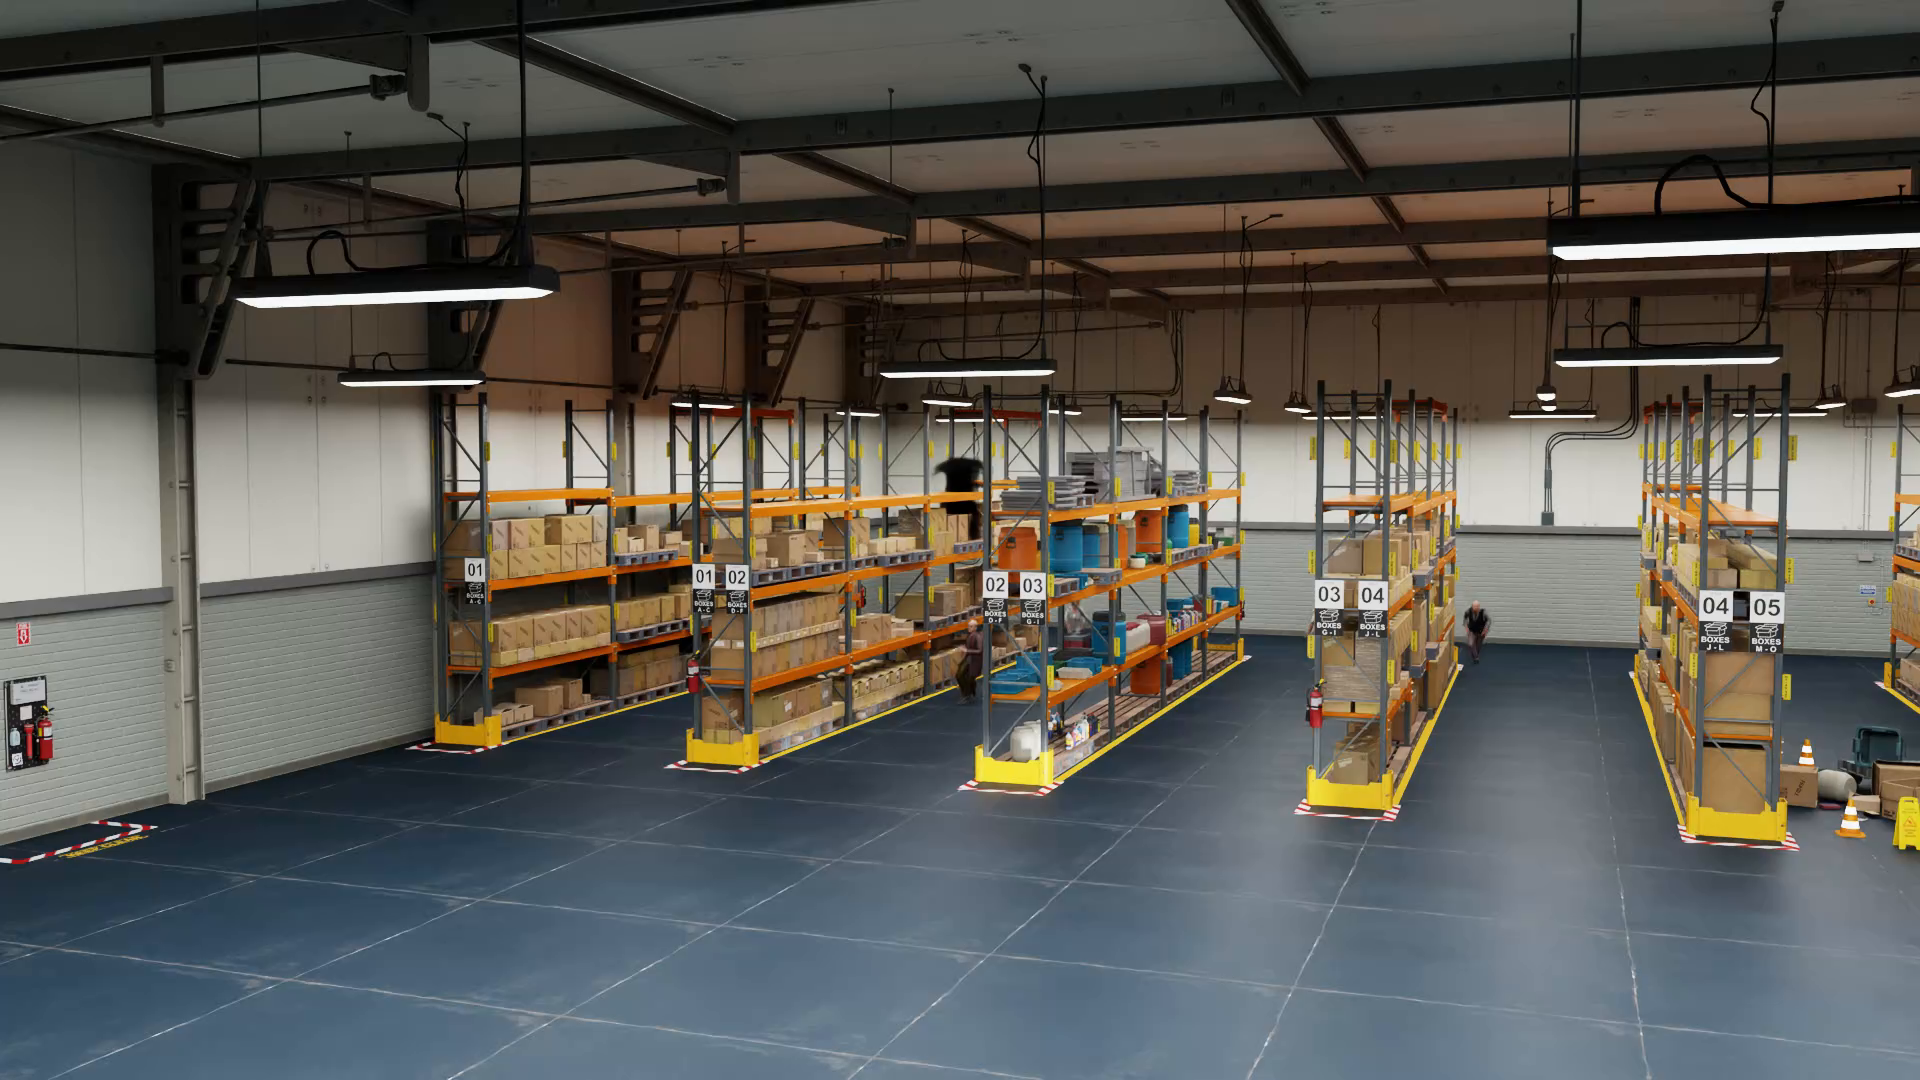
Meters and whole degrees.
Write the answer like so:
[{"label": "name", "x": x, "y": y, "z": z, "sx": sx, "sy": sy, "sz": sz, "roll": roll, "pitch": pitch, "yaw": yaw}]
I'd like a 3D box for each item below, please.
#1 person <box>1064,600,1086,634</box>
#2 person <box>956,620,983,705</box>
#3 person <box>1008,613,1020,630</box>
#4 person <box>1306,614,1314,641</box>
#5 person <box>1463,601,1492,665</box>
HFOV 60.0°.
[{"label": "person", "x": 2.709, "y": 2.253, "z": 39.125, "sx": 0.542, "sy": 1.379, "sz": 0.955, "roll": 1, "pitch": 3, "yaw": 13}, {"label": "person", "x": 0.223, "y": 2.397, "z": 32.767, "sx": 0.842, "sy": 1.680, "sz": 0.771, "roll": 3, "pitch": 4, "yaw": 42}, {"label": "person", "x": 1.551, "y": 1.848, "z": 43.248, "sx": 0.858, "sy": 1.674, "sz": 0.563, "roll": 1, "pitch": 3, "yaw": 24}, {"label": "person", "x": 8.205, "y": 2.150, "z": 37.377, "sx": 0.678, "sy": 1.702, "sz": 0.987, "roll": 2, "pitch": 4, "yaw": 37}, {"label": "person", "x": 12.169, "y": 2.161, "z": 39.097, "sx": 0.664, "sy": 1.530, "sz": 1.015, "roll": 1, "pitch": 3, "yaw": 21}]
